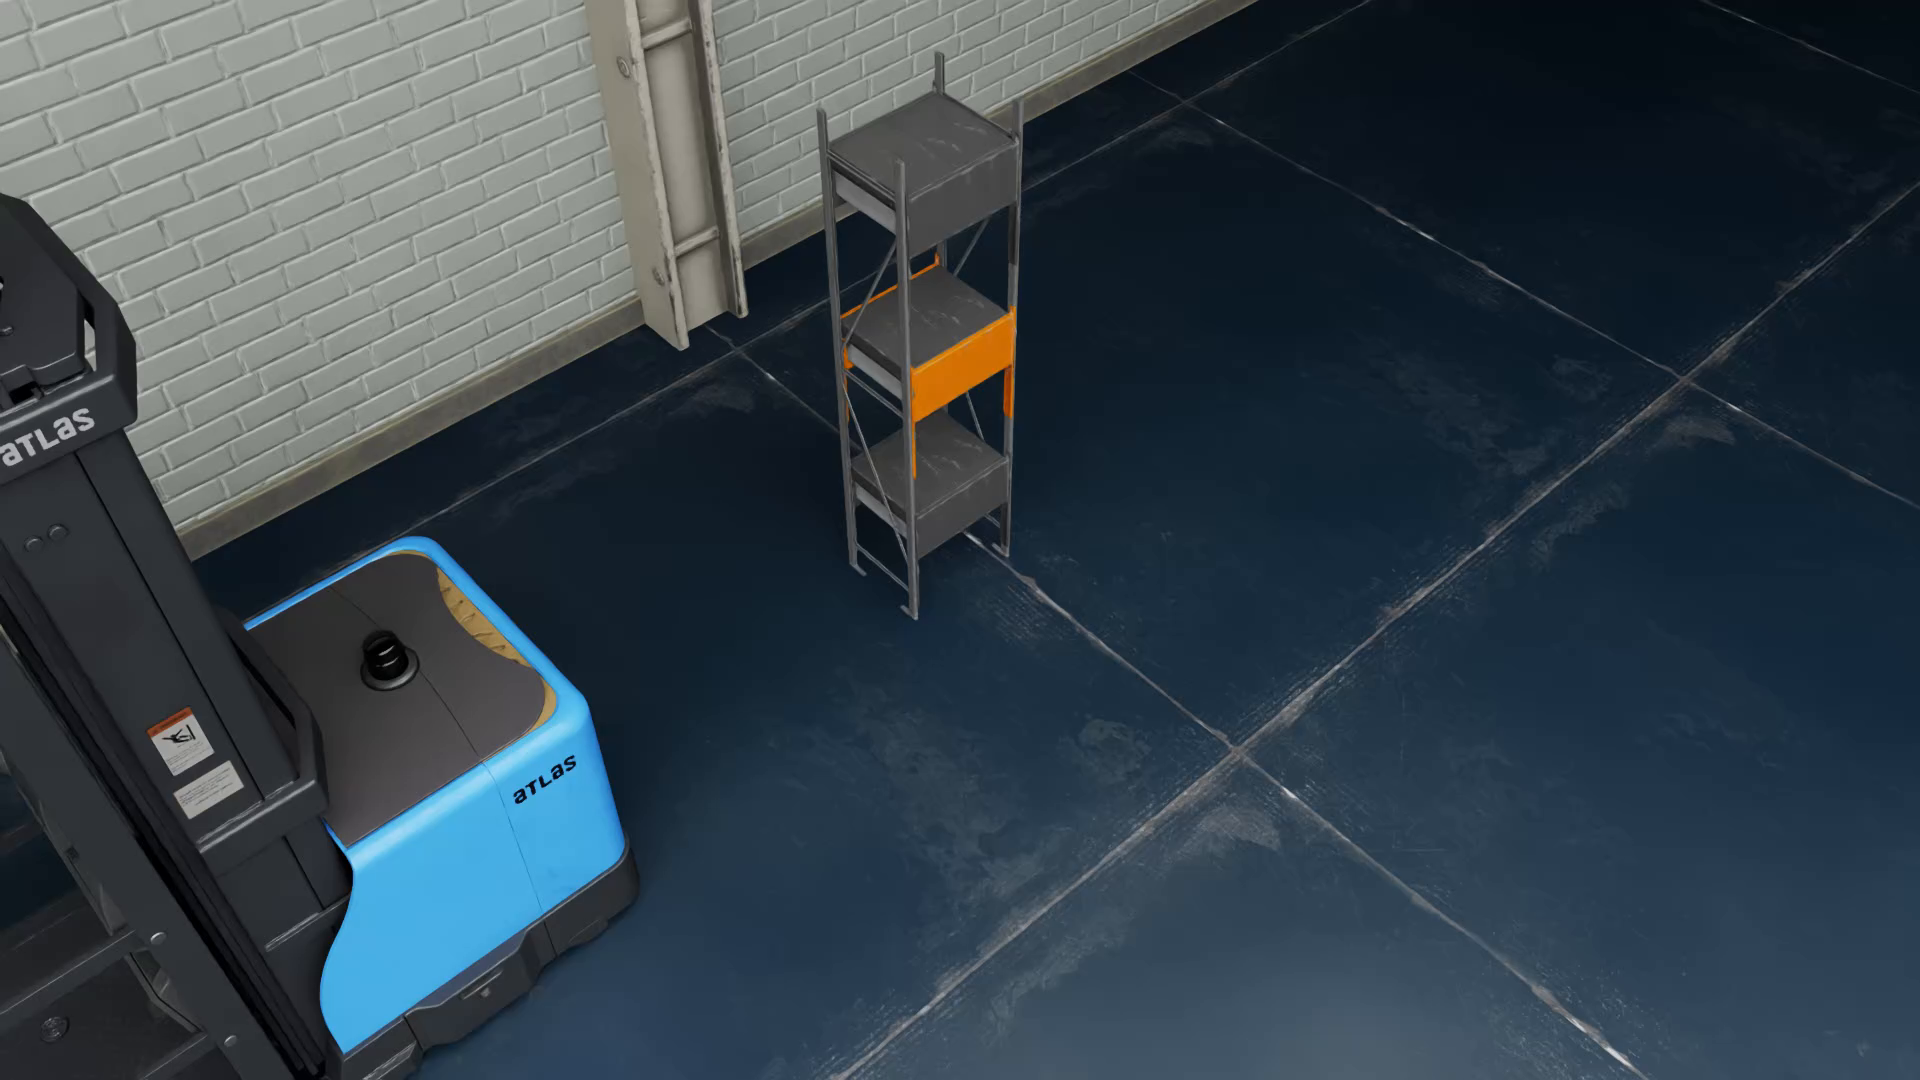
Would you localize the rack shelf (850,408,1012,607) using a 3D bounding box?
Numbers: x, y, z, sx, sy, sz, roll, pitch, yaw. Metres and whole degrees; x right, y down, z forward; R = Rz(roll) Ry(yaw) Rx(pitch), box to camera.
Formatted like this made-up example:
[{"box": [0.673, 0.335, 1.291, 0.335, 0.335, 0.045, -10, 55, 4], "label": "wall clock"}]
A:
[{"box": [-0.122, -0.146, 6.427, 0.480, 0.518, 0.431, -34, 56, -27], "label": "rack shelf"}]

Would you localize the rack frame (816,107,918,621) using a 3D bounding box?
[{"box": [-0.303, -0.510, 5.791, 0.015, 2.100, 0.400, -34, 56, -27], "label": "rack frame"}]

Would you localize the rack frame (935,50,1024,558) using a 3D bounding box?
[{"box": [0.058, -0.751, 6.014, 0.015, 2.100, 0.400, -34, 56, -27], "label": "rack frame"}]

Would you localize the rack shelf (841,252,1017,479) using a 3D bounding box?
[{"box": [-0.122, -0.621, 5.913, 0.480, 0.518, 0.431, -34, 56, -27], "label": "rack shelf"}]

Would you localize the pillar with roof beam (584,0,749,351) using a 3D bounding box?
[{"box": [1.670, -1.747, 2.239, 0.400, 9.000, 9.100, -34, 56, -27], "label": "pillar with roof beam"}]

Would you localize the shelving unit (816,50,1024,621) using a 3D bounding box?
[{"box": [-0.122, -0.630, 5.903, 0.503, 2.100, 0.431, -34, 56, -27], "label": "shelving unit"}]

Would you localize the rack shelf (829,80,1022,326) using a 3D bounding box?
[{"box": [-0.122, -1.096, 5.398, 0.480, 0.518, 0.431, -34, 56, -27], "label": "rack shelf"}]

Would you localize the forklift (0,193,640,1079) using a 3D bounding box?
[{"box": [-2.503, 0.687, 4.122, 3.031, 2.935, 1.130, -34, 56, -27], "label": "forklift"}]
